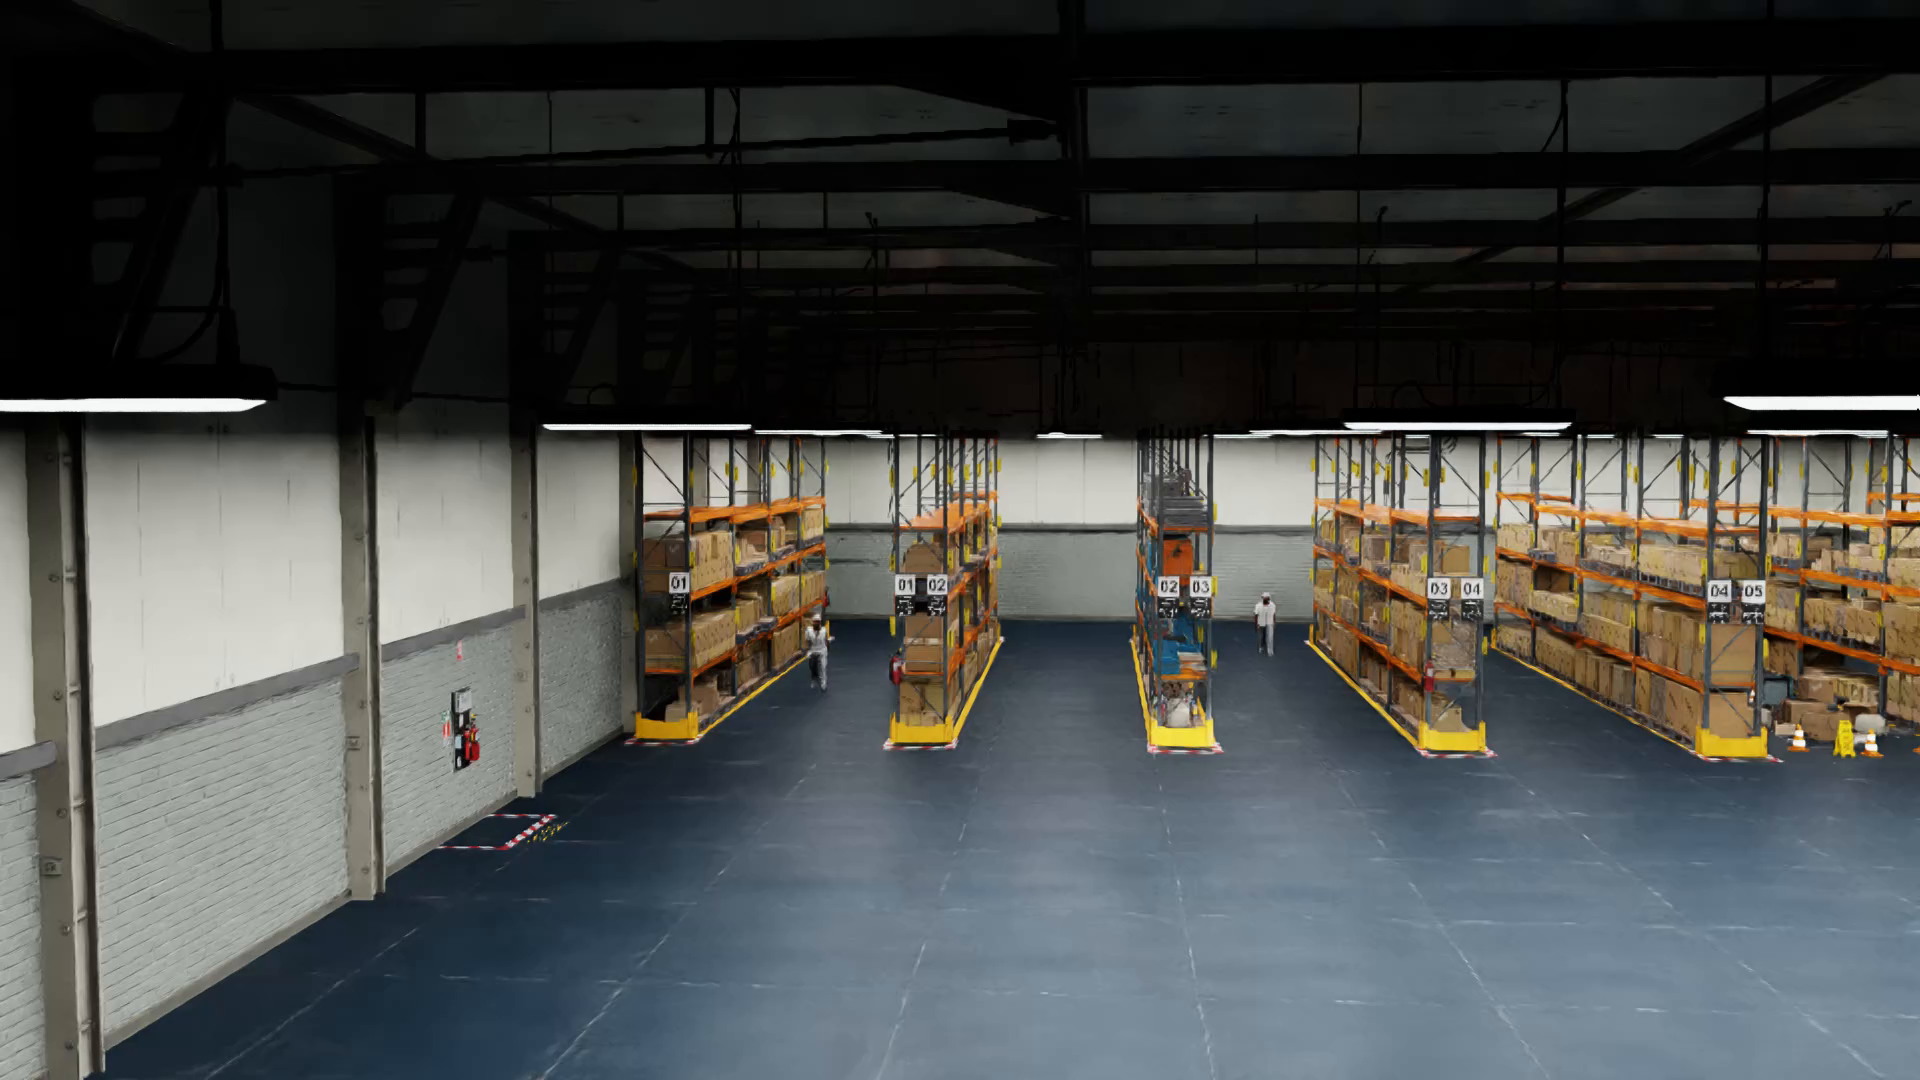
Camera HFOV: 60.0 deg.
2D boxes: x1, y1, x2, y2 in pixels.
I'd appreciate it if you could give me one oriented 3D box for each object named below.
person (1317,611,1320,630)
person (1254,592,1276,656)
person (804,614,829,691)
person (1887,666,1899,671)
[{"bbox_3d":[10.732,1.975,48.731,0.536,1.635,0.929,-1,4,-21],"label":"person"},{"bbox_3d":[8.119,2.209,44.241,0.577,1.691,1.121,0,3,7],"label":"person"},{"bbox_3d":[-3.286,2.561,38.084,0.554,1.724,1.029,0,3,-3],"label":"person"},{"bbox_3d":[23.366,2.444,41.518,0.396,1.629,0.522,1,4,21],"label":"person"}]
